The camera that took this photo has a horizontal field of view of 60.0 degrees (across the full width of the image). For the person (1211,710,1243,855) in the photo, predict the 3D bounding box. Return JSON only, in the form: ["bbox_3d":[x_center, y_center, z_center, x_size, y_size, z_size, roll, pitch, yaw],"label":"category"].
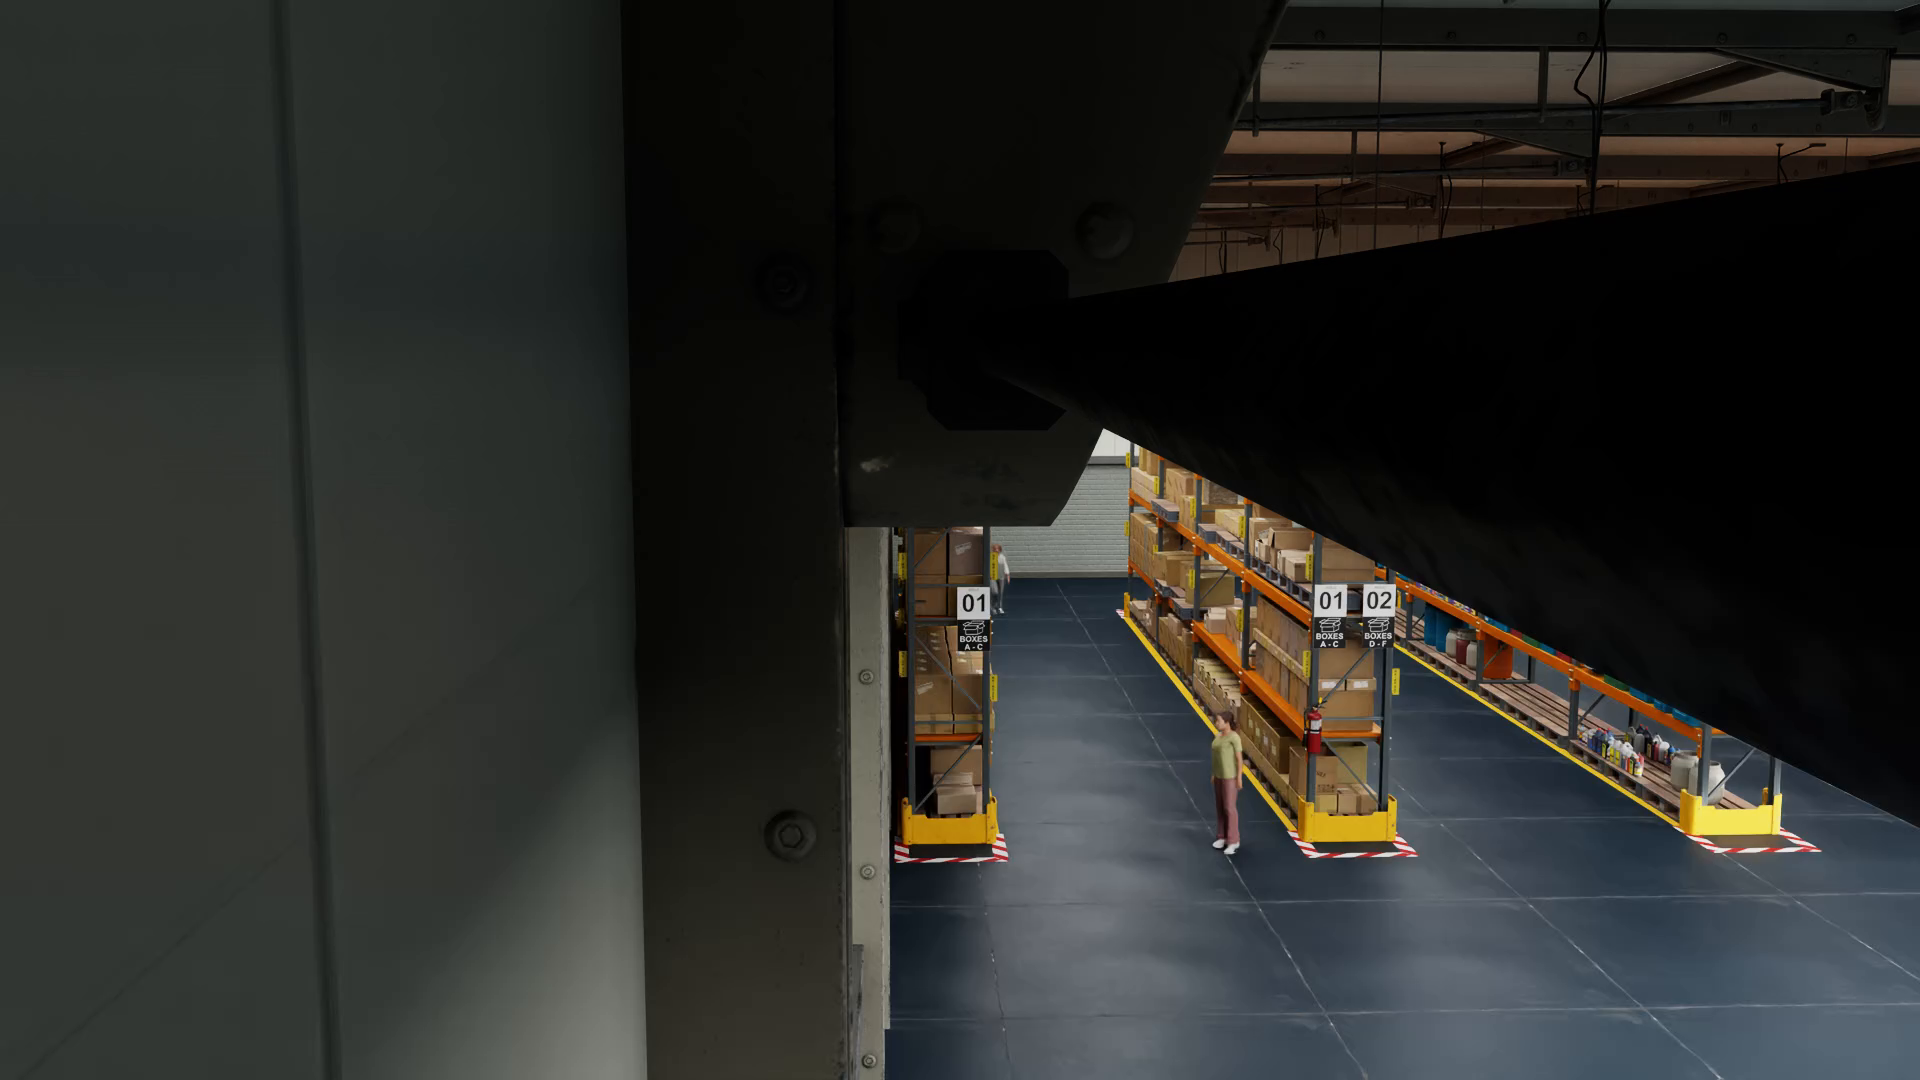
[{"bbox_3d":[3.245,2.926,20.252,0.385,1.711,0.561,-3,8,-24],"label":"person"}]

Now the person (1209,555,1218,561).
[{"bbox_3d":[5.619,0.782,37.060,0.472,1.615,0.917,-1,7,-8],"label":"person"}]

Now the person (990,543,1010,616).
[{"bbox_3d":[0.815,0.876,36.484,0.469,1.610,0.524,-5,9,-31],"label":"person"}]
